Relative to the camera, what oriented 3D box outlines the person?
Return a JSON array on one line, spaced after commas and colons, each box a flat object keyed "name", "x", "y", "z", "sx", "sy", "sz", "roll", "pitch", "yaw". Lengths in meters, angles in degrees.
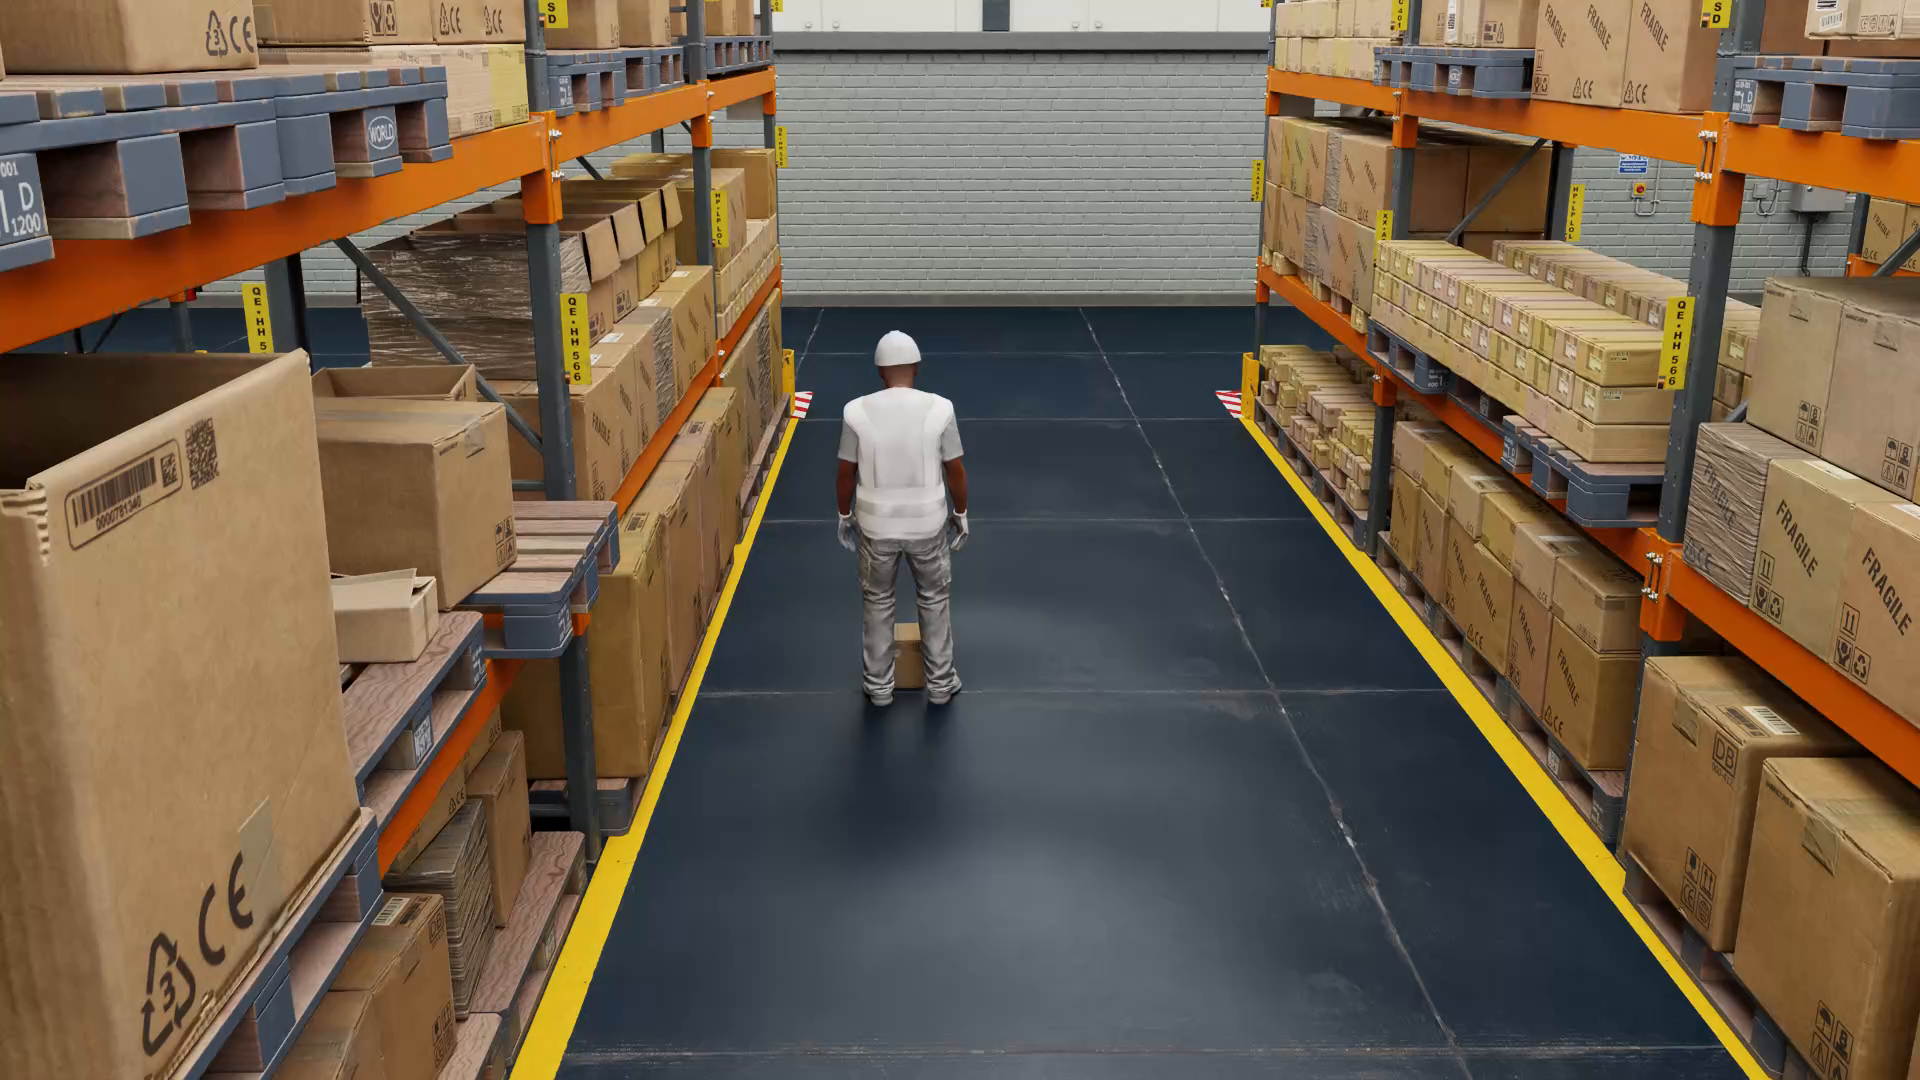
[{"name": "person", "x": -0.267, "y": -0.088, "z": 7.811, "sx": 0.619, "sy": 1.775, "sz": 0.446, "roll": 0, "pitch": 17, "yaw": 0}]
